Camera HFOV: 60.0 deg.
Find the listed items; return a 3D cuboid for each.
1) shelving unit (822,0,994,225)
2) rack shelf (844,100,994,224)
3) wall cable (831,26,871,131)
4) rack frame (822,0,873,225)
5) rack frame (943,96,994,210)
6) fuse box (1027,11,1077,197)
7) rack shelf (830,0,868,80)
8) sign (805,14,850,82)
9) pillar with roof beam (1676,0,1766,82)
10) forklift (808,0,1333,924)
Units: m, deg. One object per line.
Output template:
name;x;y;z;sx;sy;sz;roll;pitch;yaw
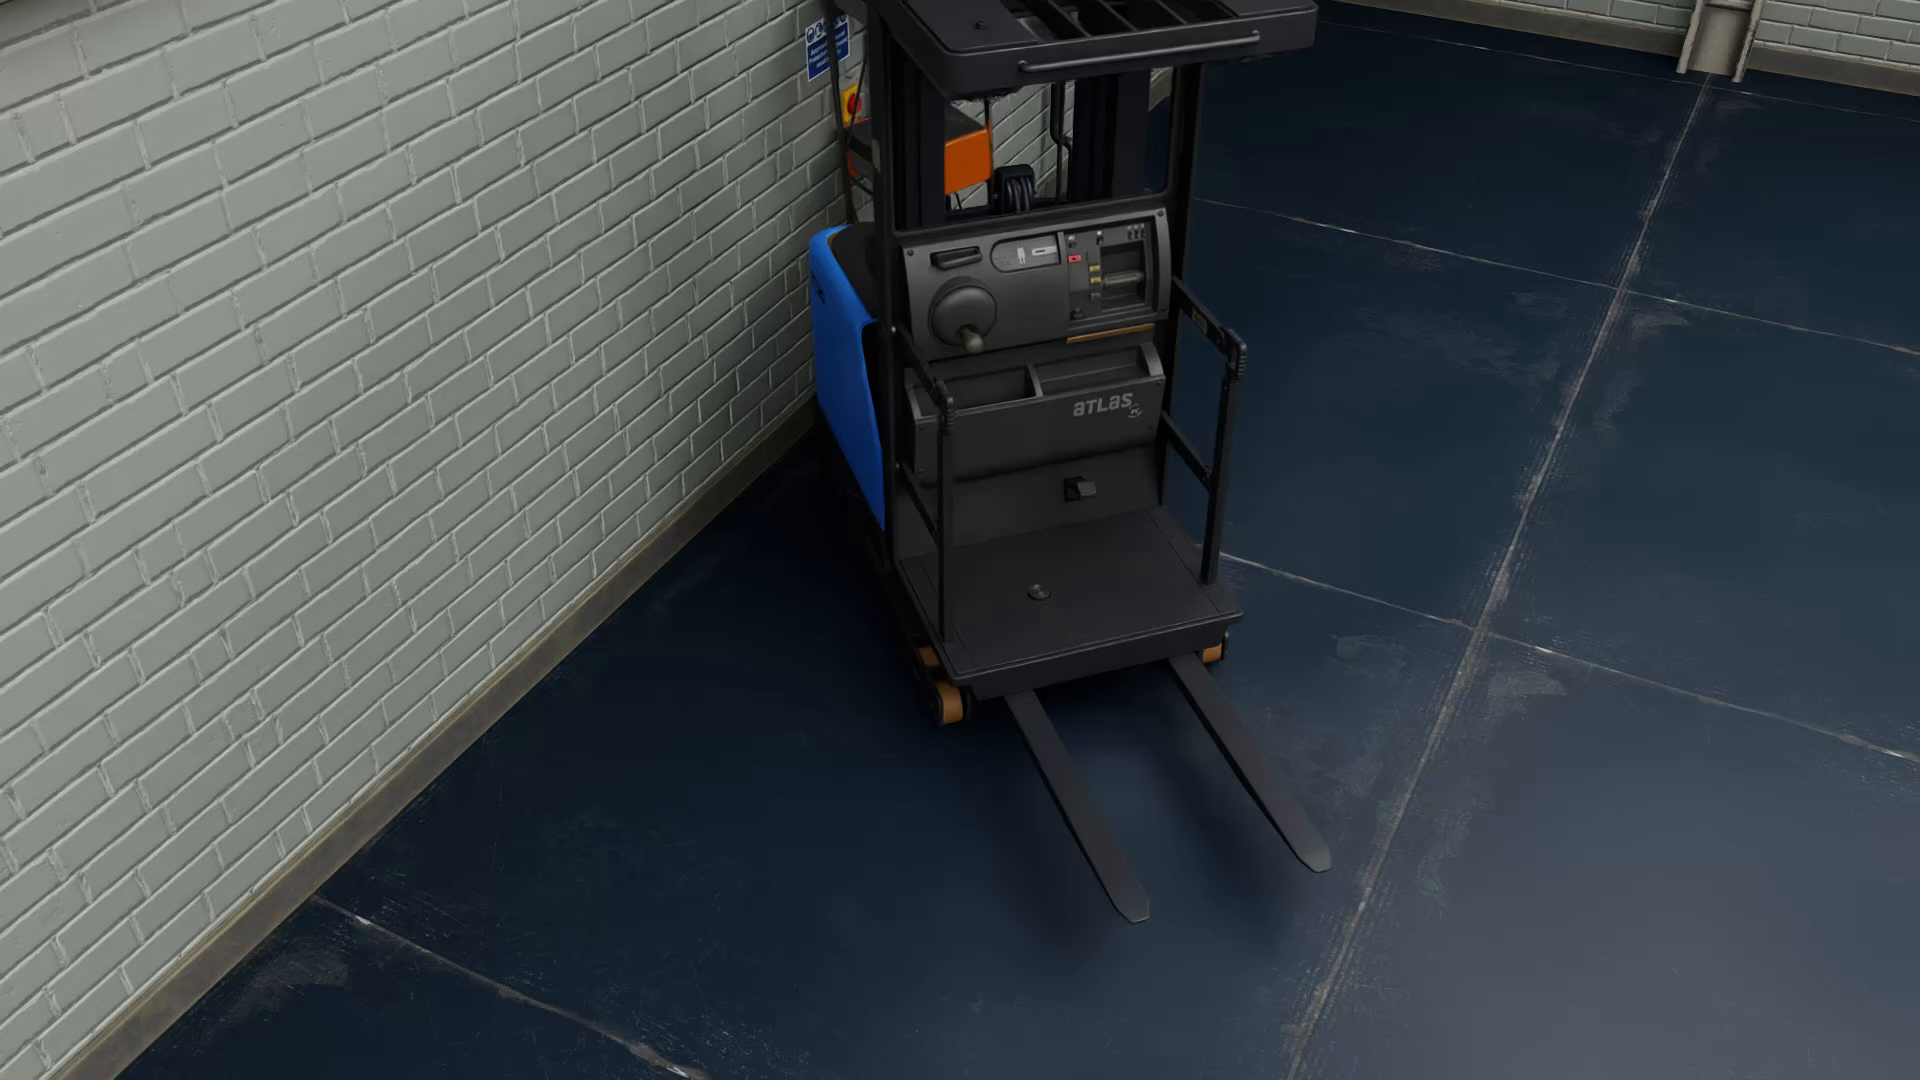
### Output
shelving unit;-0.177;-1.530;6.944;0.503;2.100;0.431;-25;45;-23
rack shelf;-0.176;-1.519;6.953;0.480;0.518;0.431;-25;45;-23
wall cable;-0.453;-2.317;6.455;0.123;1.953;0.585;17;41;21
rack frame;-0.381;-1.433;6.851;0.015;2.100;0.400;-25;45;-23
rack frame;0.027;-1.626;7.037;0.015;2.100;0.400;-25;45;-23
fuse box;0.642;-2.474;8.594;0.414;1.711;0.539;17;41;21
rack shelf;-0.214;-2.046;6.493;0.480;0.518;0.431;-25;45;-23
sign;-0.530;-1.998;6.678;0.001;0.218;0.327;17;41;21
pillar with roof beam;2.884;-4.322;5.001;0.400;9.000;9.100;17;41;21
forklift;0.335;-0.793;5.371;1.130;2.935;3.031;-12;39;-15
